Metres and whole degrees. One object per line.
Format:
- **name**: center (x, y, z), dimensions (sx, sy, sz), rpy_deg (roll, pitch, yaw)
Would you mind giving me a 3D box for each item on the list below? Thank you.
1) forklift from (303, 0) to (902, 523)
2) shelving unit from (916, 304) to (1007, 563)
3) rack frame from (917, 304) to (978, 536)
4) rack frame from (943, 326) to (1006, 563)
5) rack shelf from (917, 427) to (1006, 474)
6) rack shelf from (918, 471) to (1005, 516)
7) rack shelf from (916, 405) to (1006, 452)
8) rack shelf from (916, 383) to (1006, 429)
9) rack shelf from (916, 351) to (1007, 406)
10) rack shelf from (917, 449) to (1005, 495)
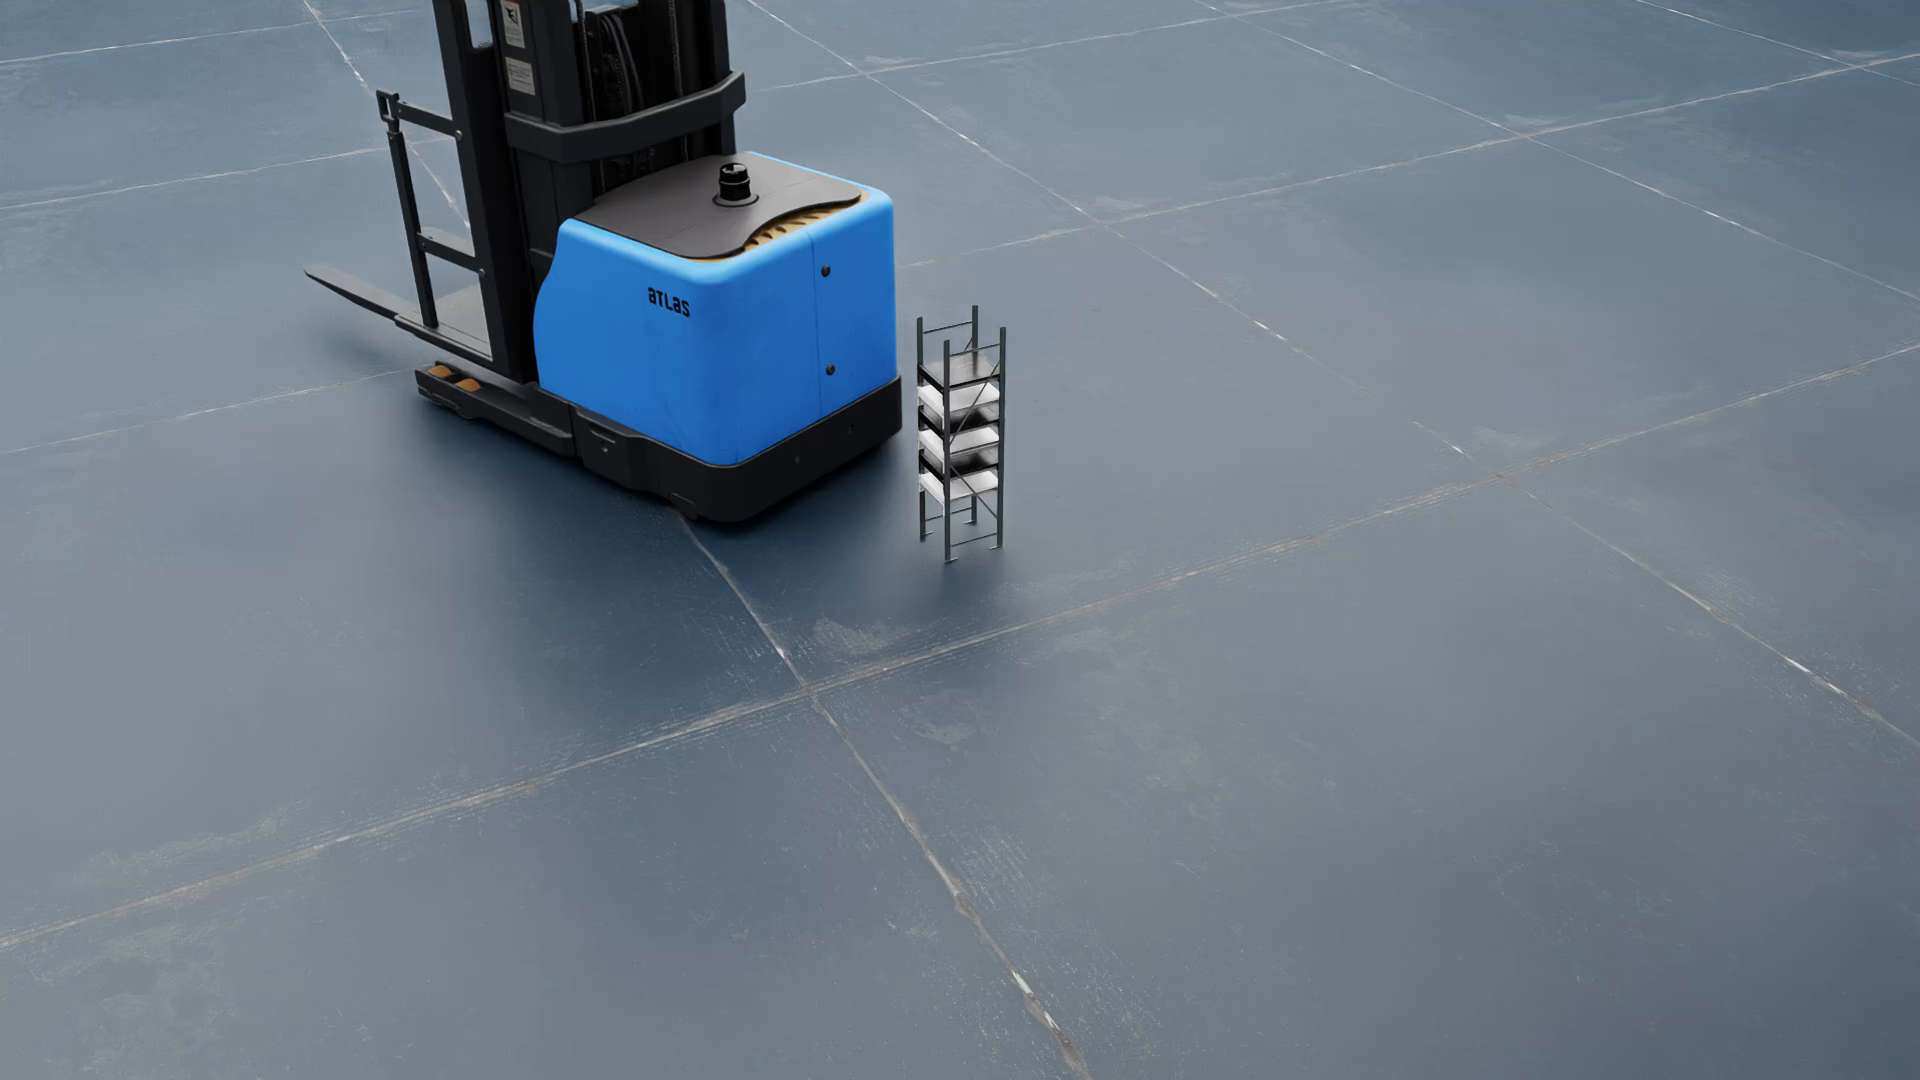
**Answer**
- **forklift**: center (-1.703, -1.947, 6.572), dimensions (3.031, 2.935, 1.130), rpy_deg (23, 39, 32)
- **shelving unit**: center (0.004, -0.375, 6.001), dimensions (0.258, 0.900, 0.210), rpy_deg (-16, 36, -23)
- **rack frame**: center (-0.044, -0.424, 6.077), dimensions (0.240, 0.900, 0.006), rpy_deg (-16, 36, -23)
- **rack frame**: center (0.051, -0.327, 5.925), dimensions (0.240, 0.900, 0.006), rpy_deg (-16, 36, -23)
- **rack shelf**: center (0.004, -0.347, 6.019), dimensions (0.258, 0.077, 0.200), rpy_deg (-16, 36, -23)
- **rack shelf**: center (0.004, -0.195, 6.116), dimensions (0.258, 0.077, 0.200), rpy_deg (-16, 36, -23)
- **rack shelf**: center (0.004, -0.423, 5.971), dimensions (0.258, 0.077, 0.200), rpy_deg (-16, 36, -23)
- **rack shelf**: center (0.004, -0.499, 5.922), dimensions (0.258, 0.077, 0.200), rpy_deg (-16, 36, -23)
- **rack shelf**: center (0.004, -0.574, 5.874), dimensions (0.258, 0.077, 0.200), rpy_deg (-16, 36, -23)
- **rack shelf**: center (0.004, -0.271, 6.068), dimensions (0.258, 0.077, 0.200), rpy_deg (-16, 36, -23)
